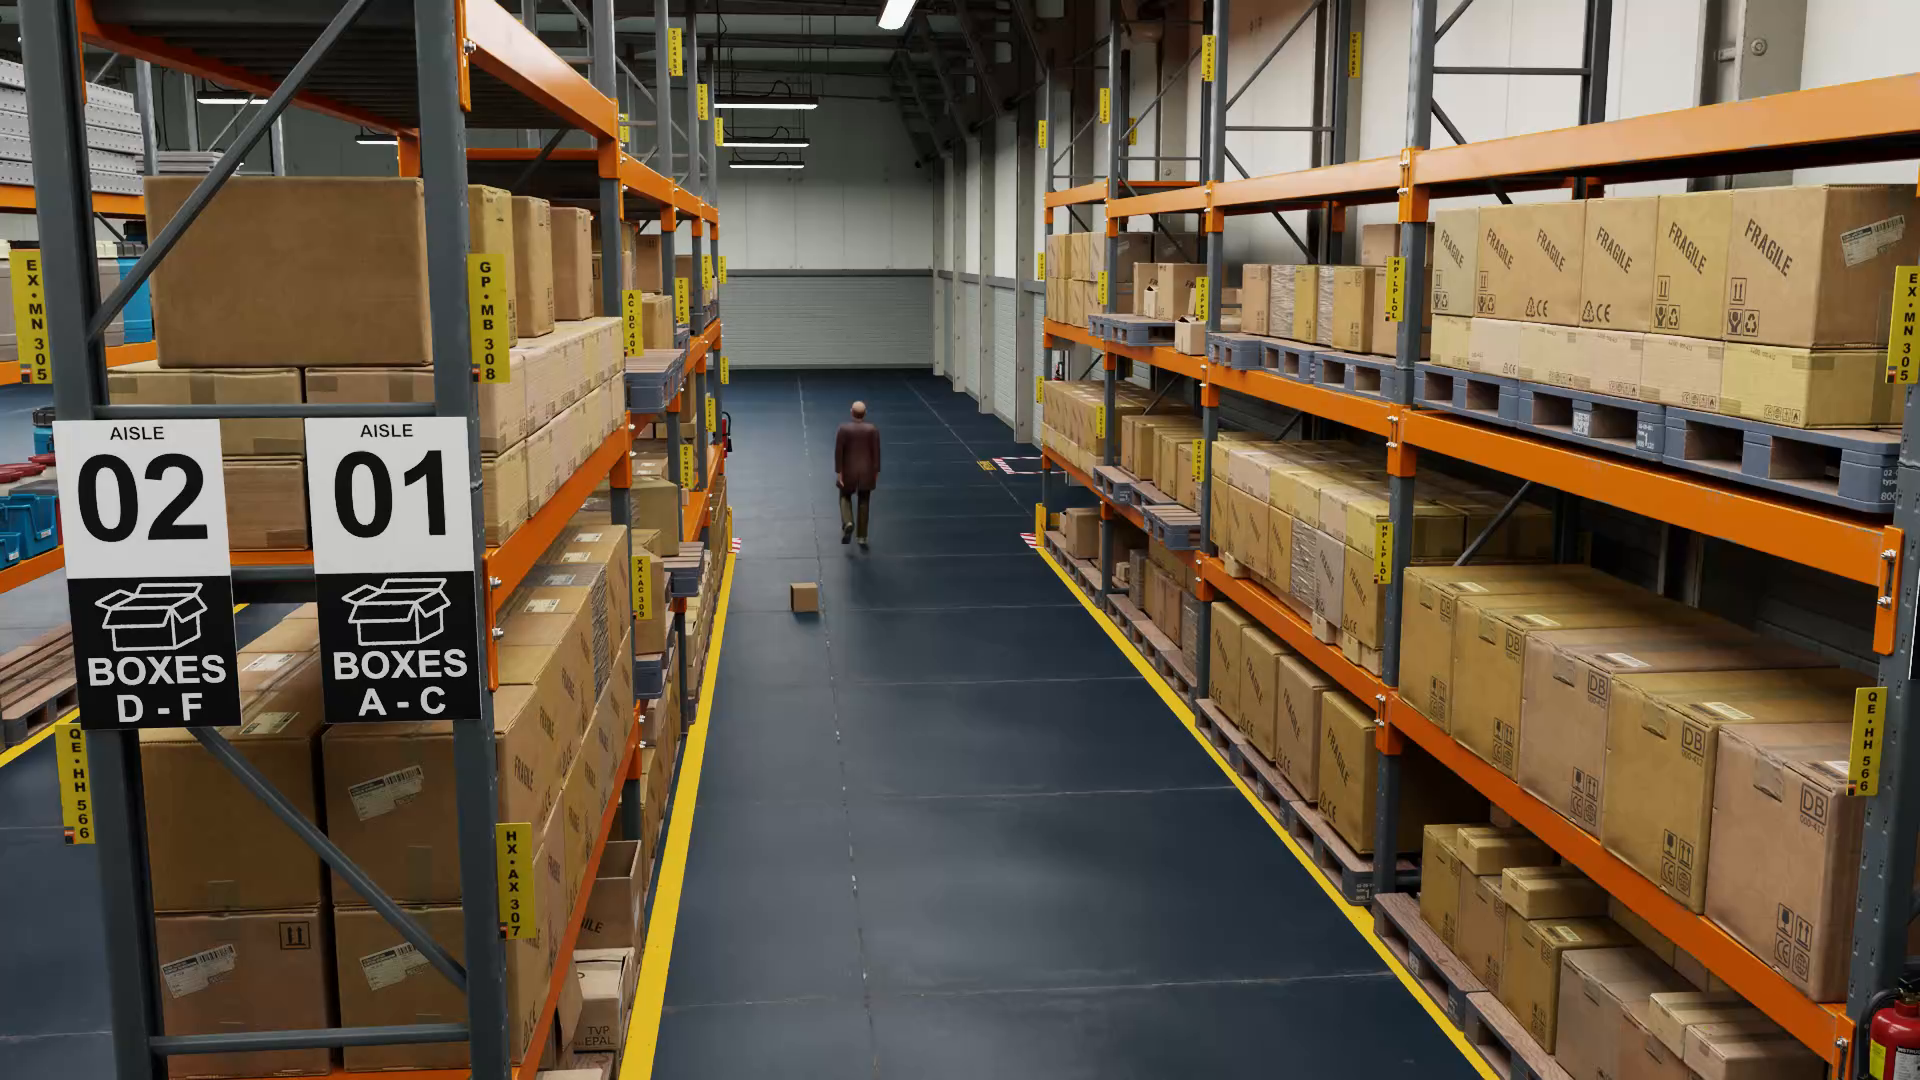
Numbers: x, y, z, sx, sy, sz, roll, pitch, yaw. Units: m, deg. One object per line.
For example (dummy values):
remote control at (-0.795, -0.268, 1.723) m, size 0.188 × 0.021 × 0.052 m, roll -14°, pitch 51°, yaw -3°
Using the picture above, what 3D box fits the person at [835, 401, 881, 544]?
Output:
person at (-1.271, -0.837, 20.674) m, size 0.569 × 1.791 × 0.503 m, roll -1°, pitch 10°, yaw -5°
